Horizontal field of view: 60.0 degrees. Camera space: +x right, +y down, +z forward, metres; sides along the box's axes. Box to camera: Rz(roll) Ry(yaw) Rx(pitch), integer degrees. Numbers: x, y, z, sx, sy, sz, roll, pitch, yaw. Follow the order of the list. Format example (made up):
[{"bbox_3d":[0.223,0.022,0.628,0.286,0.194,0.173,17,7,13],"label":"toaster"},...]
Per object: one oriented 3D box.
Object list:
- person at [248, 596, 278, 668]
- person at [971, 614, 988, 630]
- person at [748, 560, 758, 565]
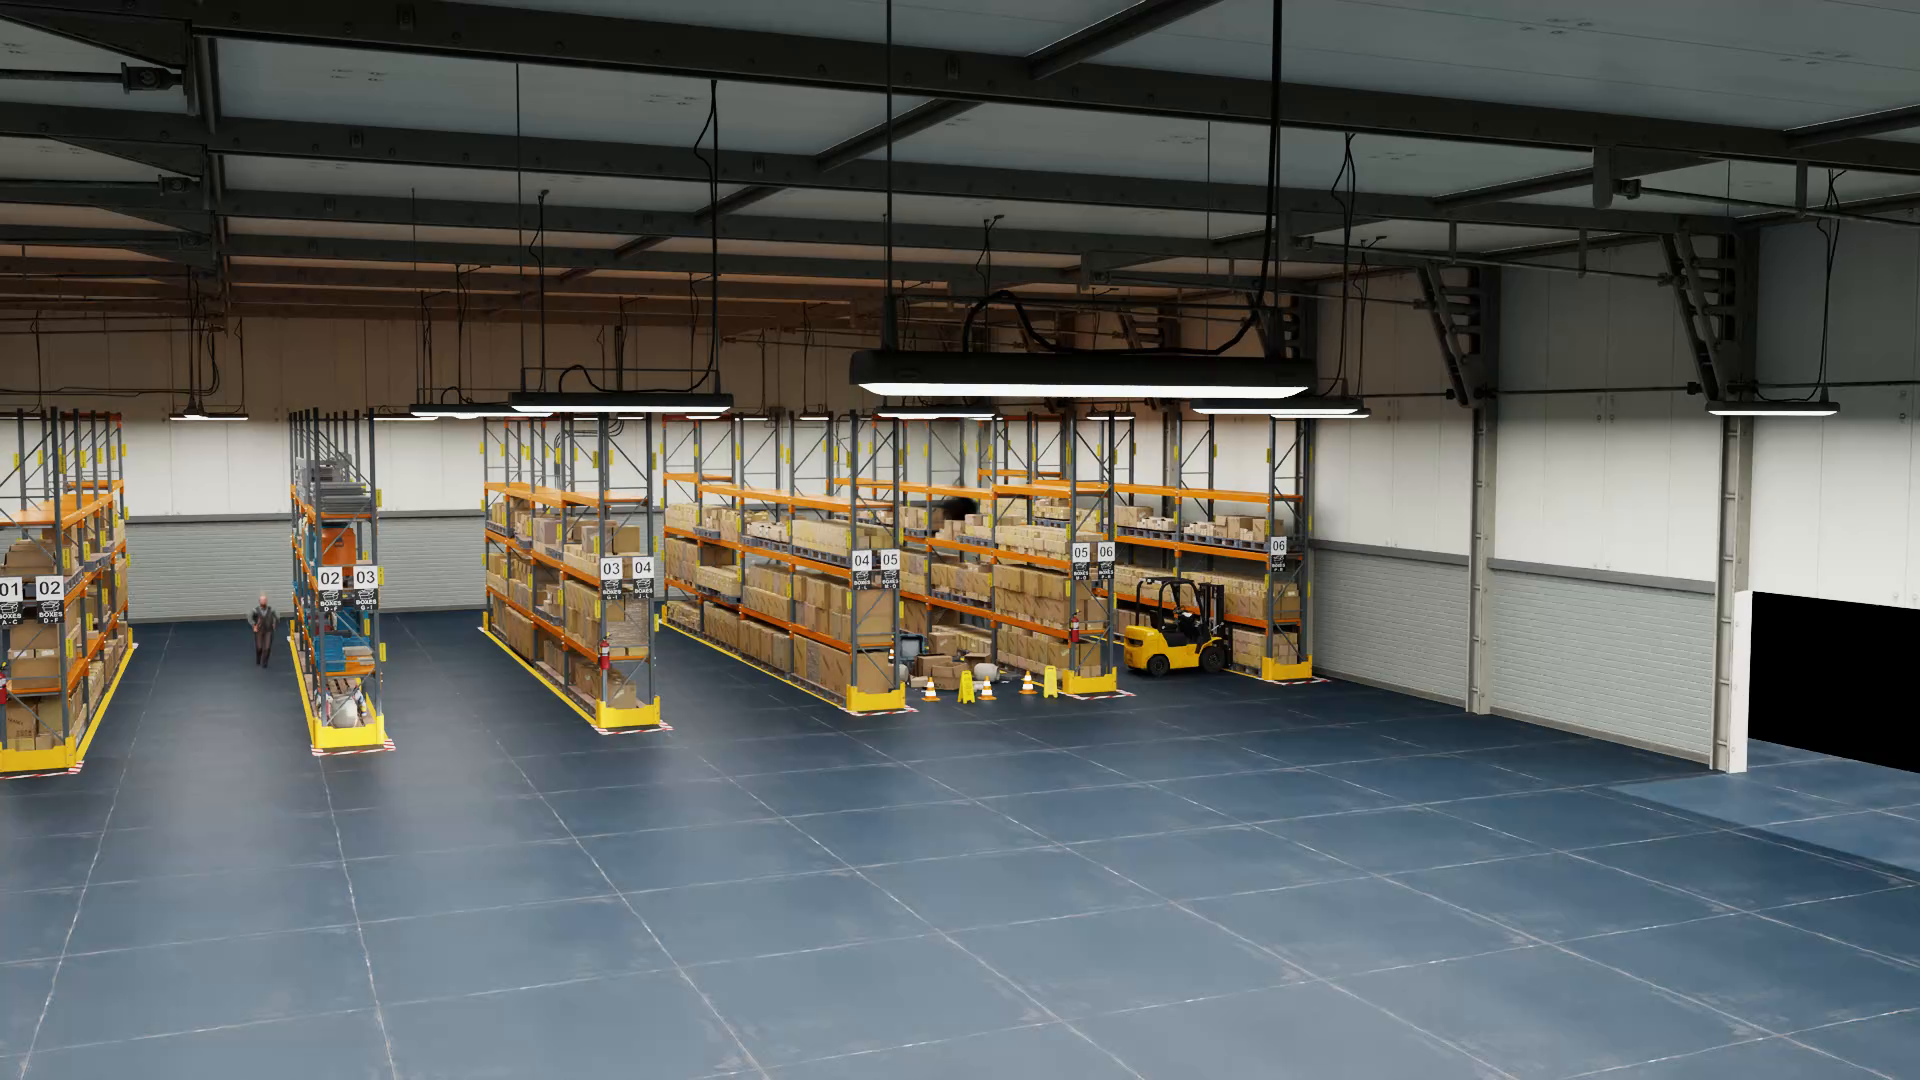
[{"bbox_3d":[-16.294,2.156,38.928,0.640,1.676,0.577,-2,5,-29],"label":"person"},{"bbox_3d":[0.521,1.759,44.816,0.570,1.686,0.841,-2,4,-24],"label":"person"},{"bbox_3d":[-6.139,1.419,50.280,0.628,1.624,0.643,-2,4,-22],"label":"person"}]
